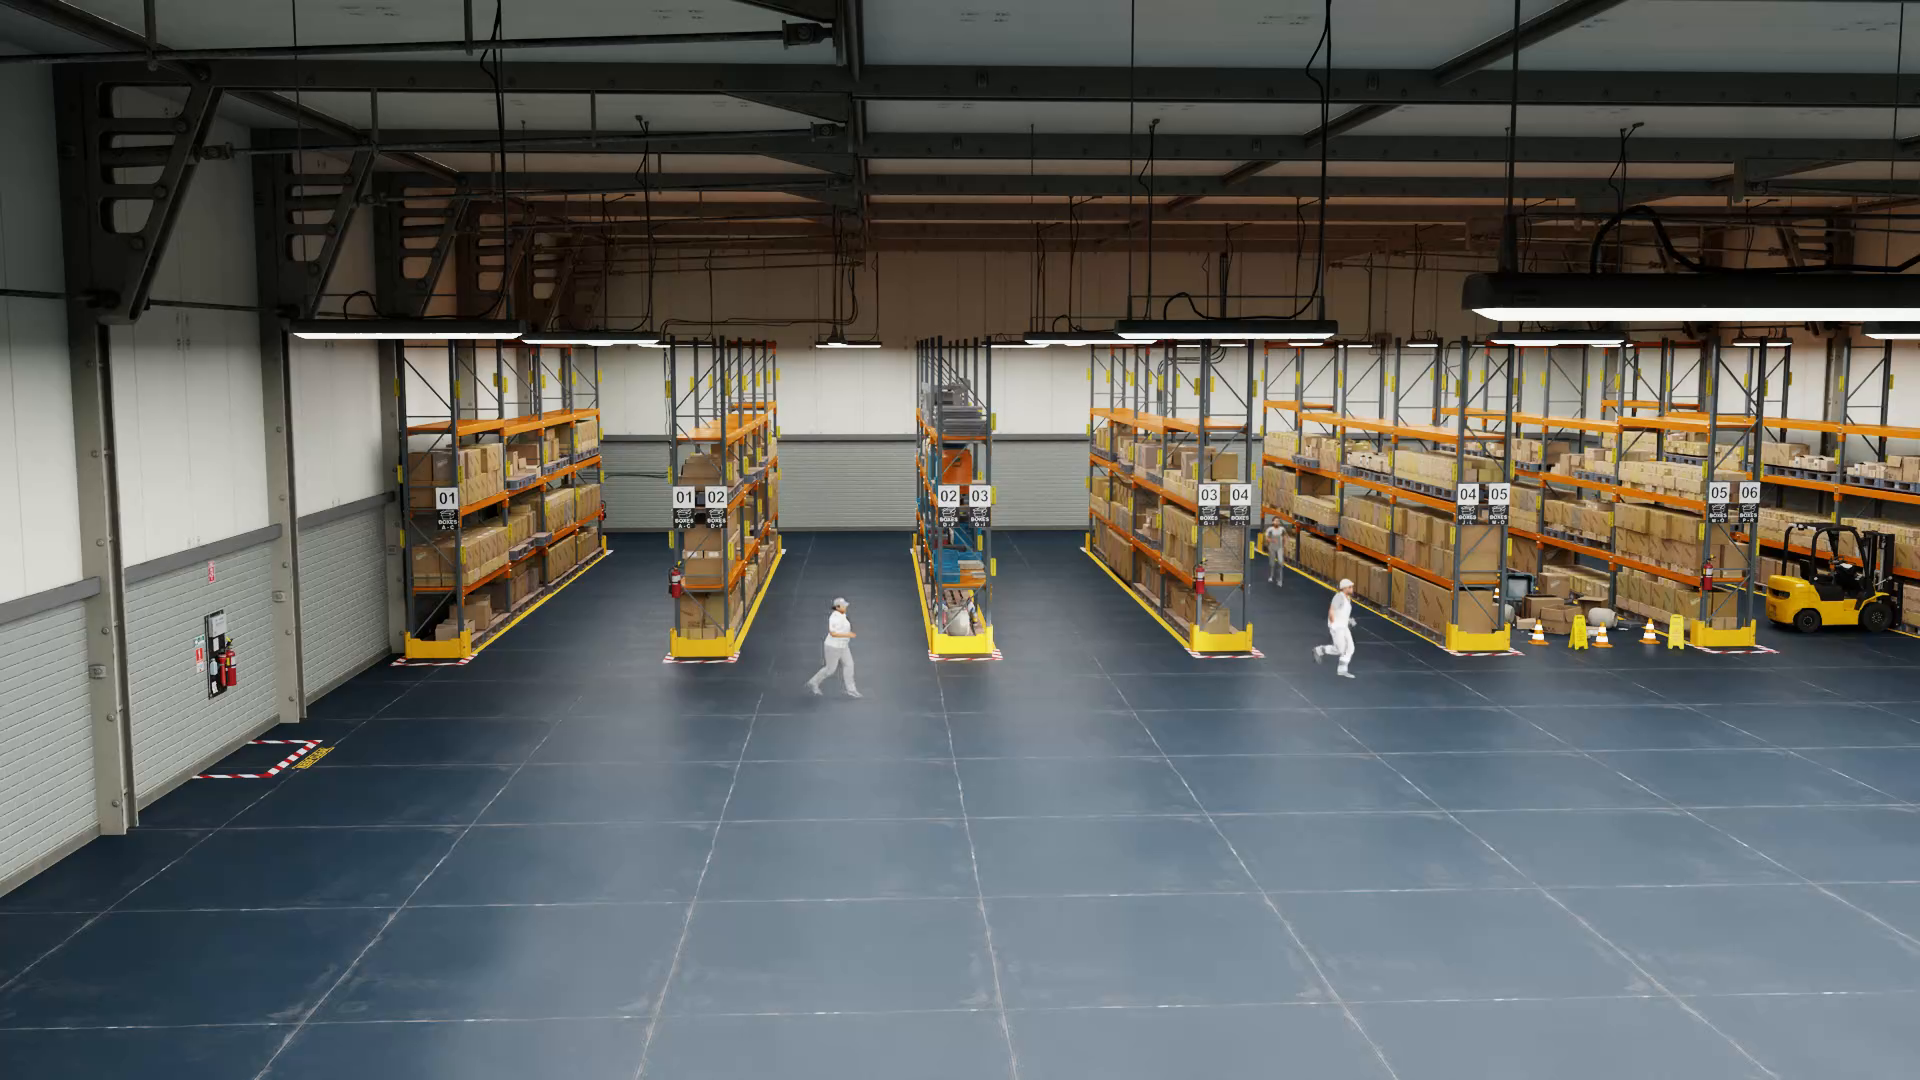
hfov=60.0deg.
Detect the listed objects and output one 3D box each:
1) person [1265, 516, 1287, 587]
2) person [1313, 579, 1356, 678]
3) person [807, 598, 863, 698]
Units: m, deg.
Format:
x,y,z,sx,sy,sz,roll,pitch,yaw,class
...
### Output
x,y,z,sx,sy,sz,roll,pitch,yaw,class
7.746,0.278,40.778,0.584,1.743,0.747,0,6,-2,person
6.636,1.543,29.377,0.758,1.743,0.658,4,8,33,person
-2.067,1.780,27.460,0.925,1.671,0.577,2,7,16,person
